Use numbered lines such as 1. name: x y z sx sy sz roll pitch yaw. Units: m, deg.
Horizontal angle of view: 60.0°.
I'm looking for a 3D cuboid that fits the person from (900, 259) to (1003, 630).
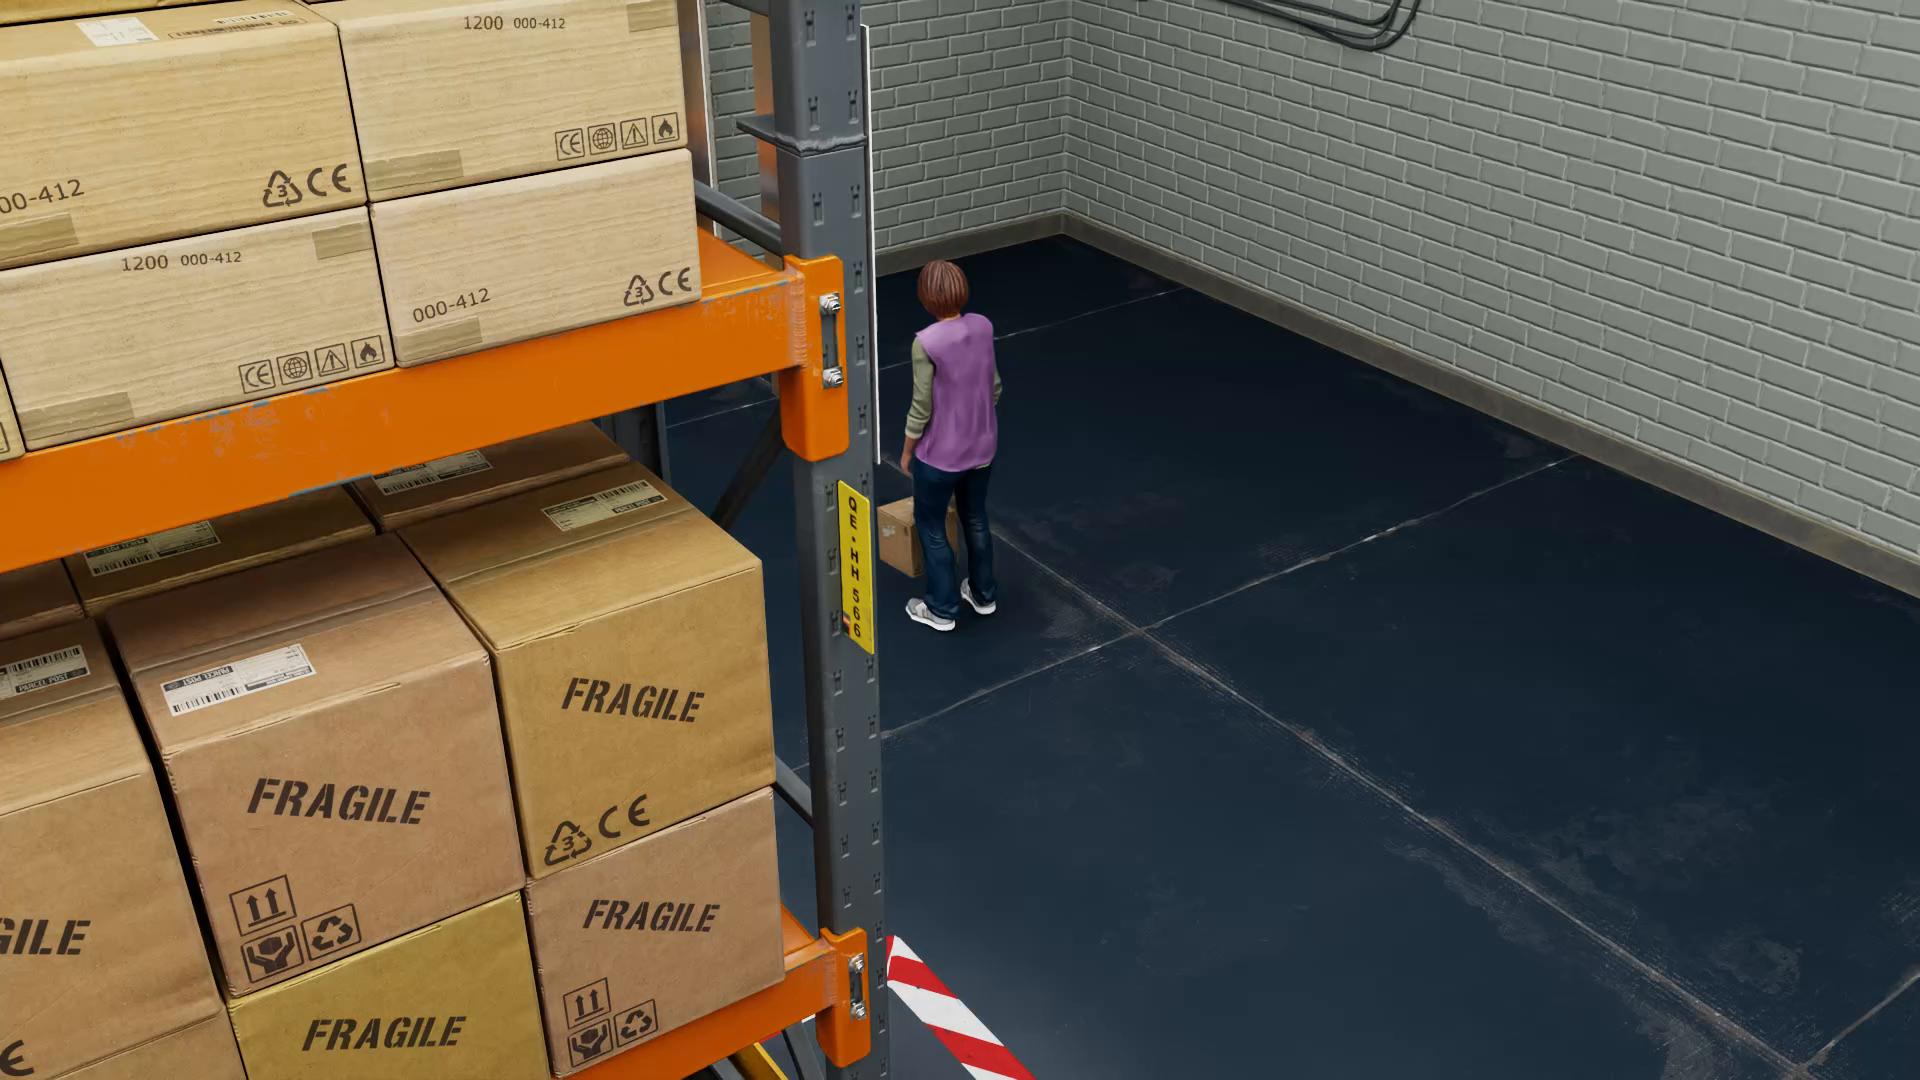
1. person: -0.037 -0.366 6.798 0.463 1.592 0.345 -19 34 -30
